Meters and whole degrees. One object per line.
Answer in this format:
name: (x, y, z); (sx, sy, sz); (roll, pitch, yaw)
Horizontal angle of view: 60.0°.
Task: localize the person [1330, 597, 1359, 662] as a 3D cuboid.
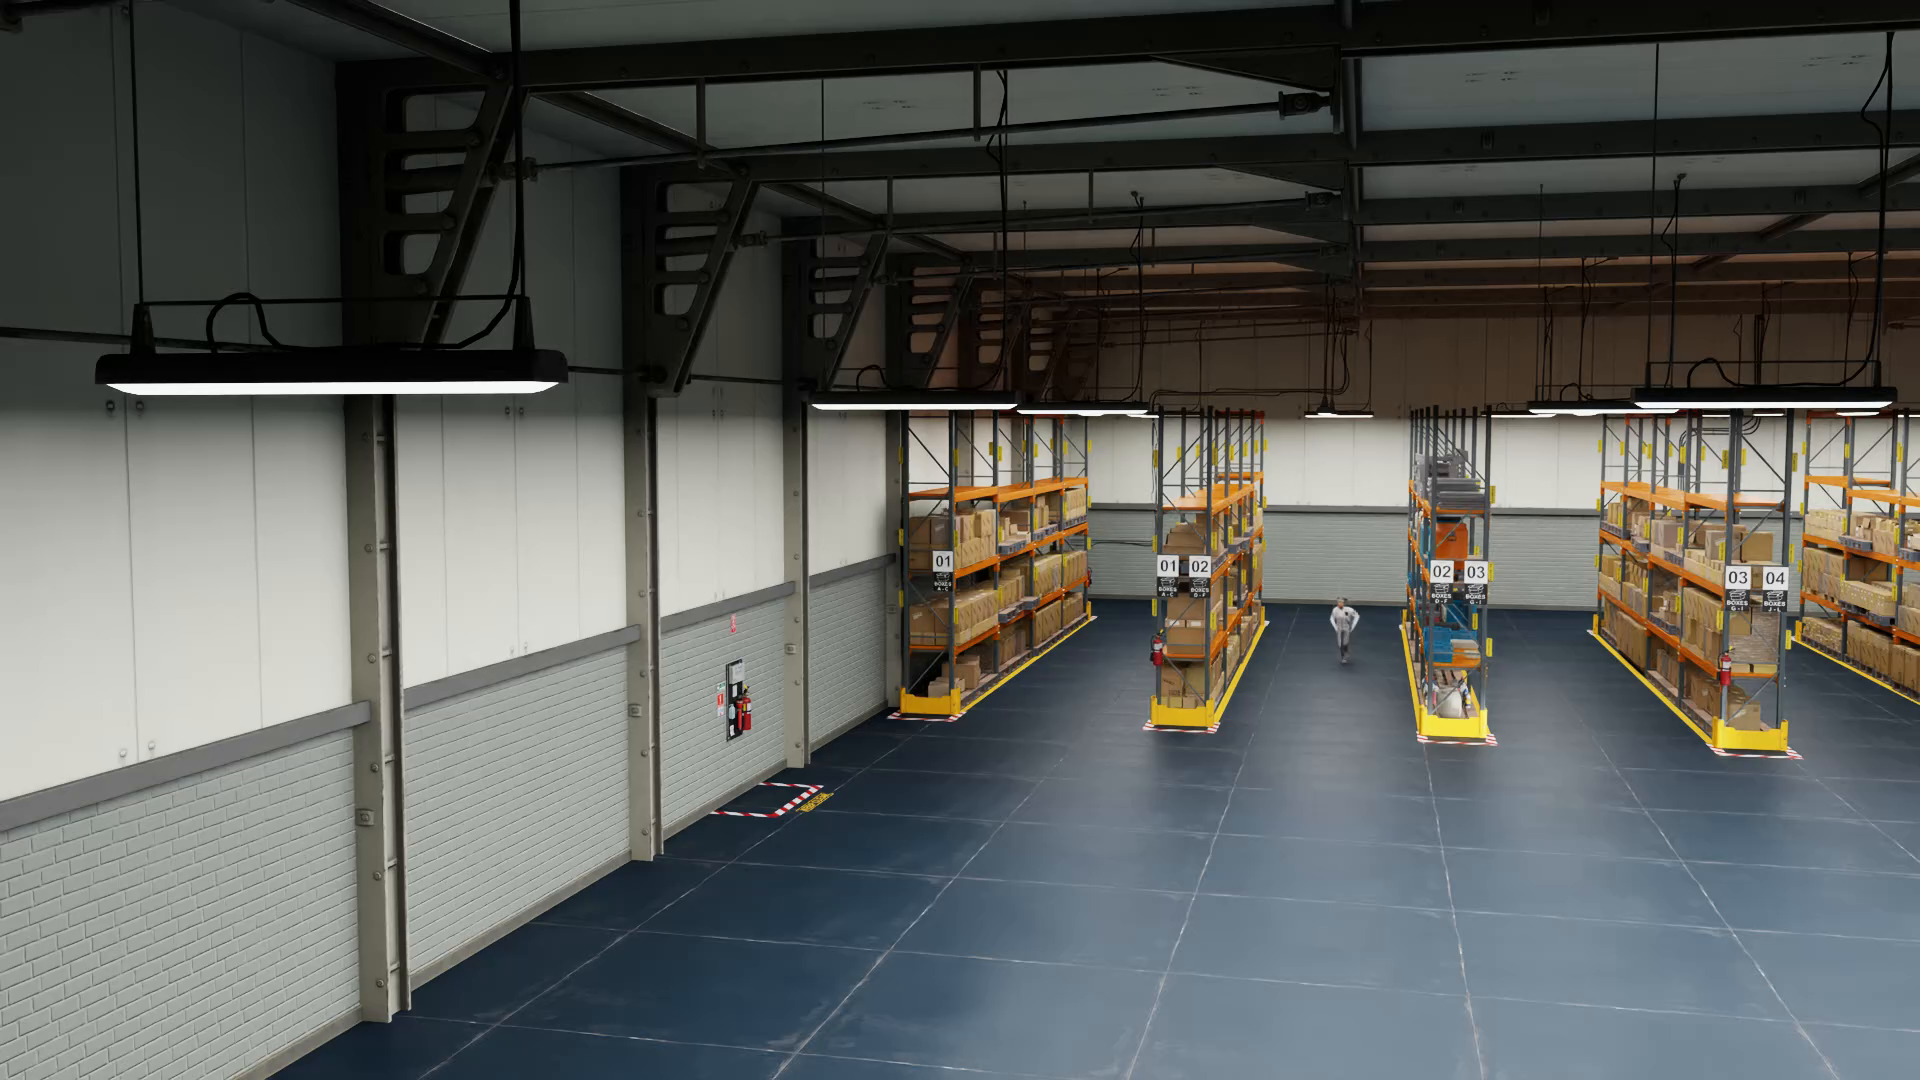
person: (9.087, 2.111, 39.260); (0.664, 1.603, 0.690); (2, 4, 24)
